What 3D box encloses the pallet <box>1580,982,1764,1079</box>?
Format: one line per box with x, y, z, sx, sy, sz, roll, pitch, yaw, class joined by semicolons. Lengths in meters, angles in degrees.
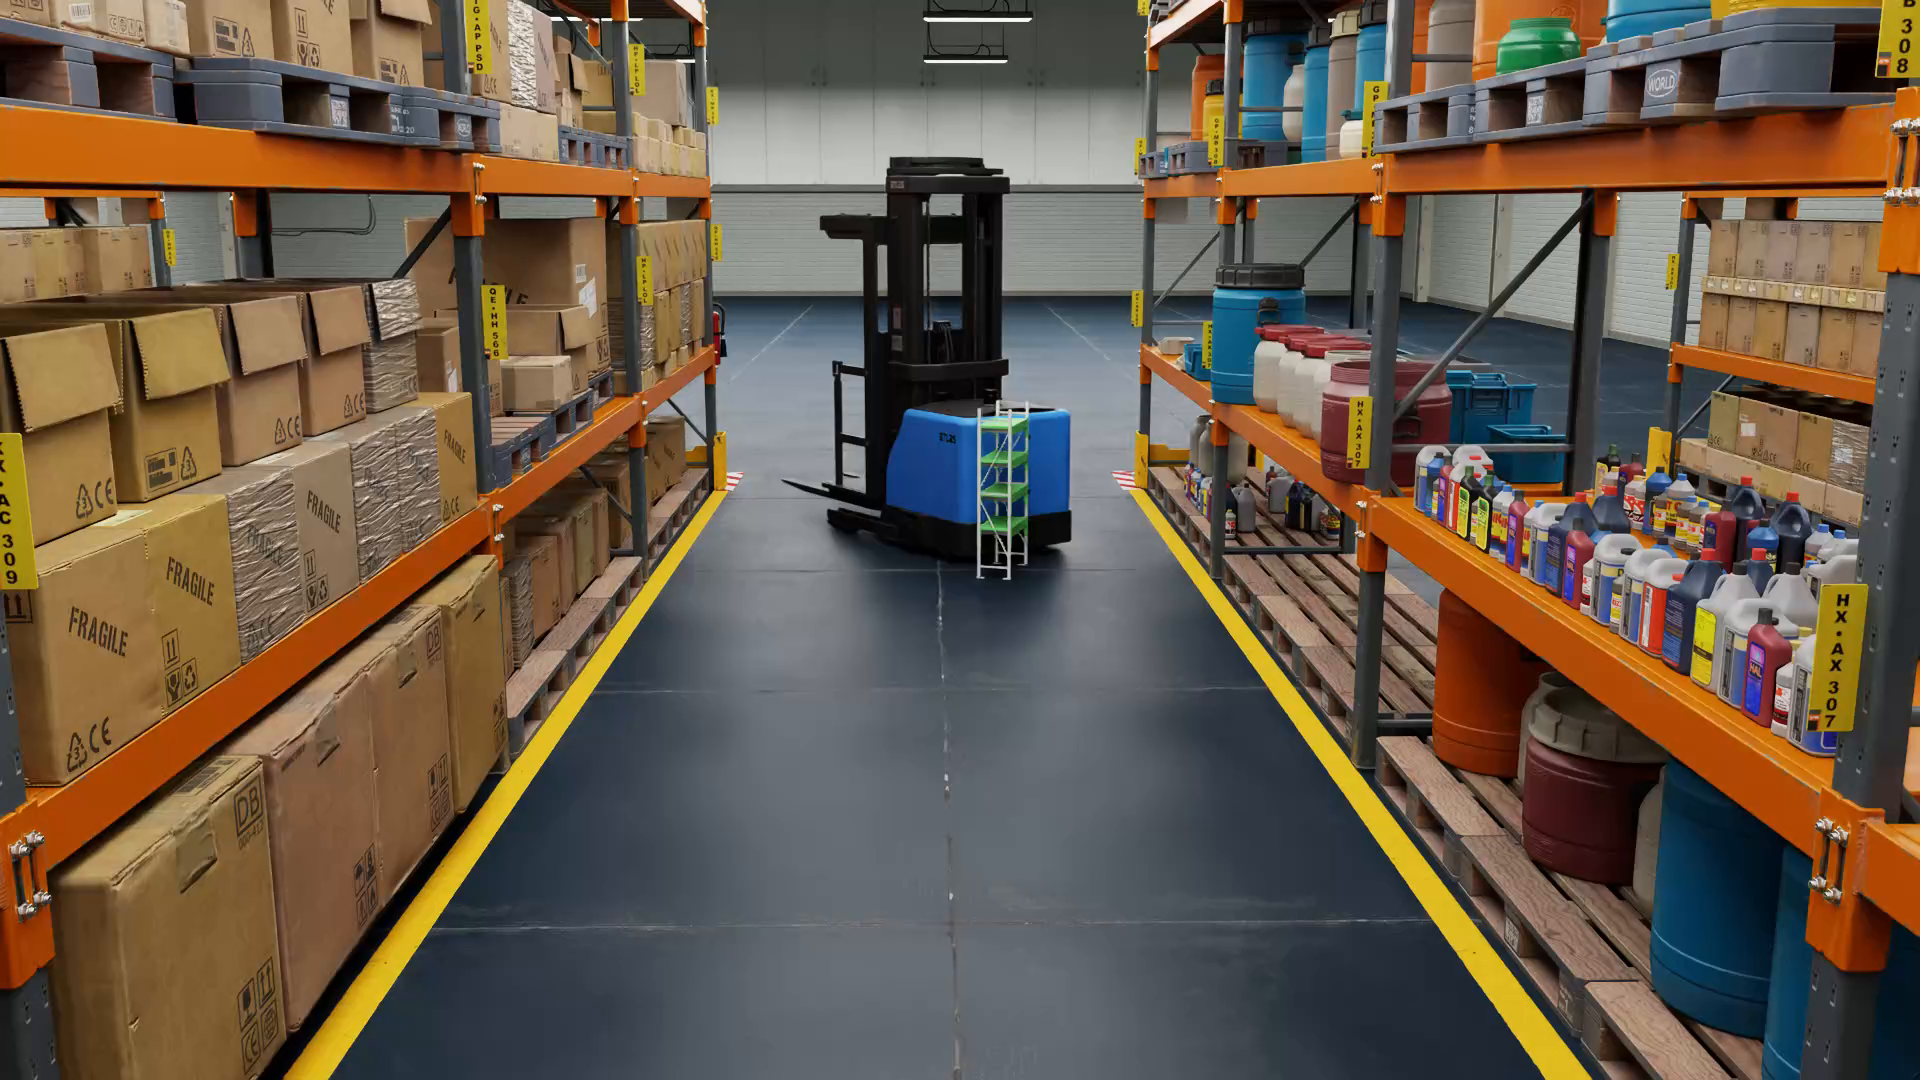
2.457;1.601;4.638;1.003;0.211;1.213;0;11;-1;pallet

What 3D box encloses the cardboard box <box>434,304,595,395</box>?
-2.558;-1.094;9.593;0.797;0.503;0.637;1;12;5;cardboard box

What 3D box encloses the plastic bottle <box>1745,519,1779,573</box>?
2.656;0.066;5.514;0.097;0.271;0.097;0;11;0;plastic bottle

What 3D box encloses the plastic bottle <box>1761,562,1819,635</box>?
2.229;0.230;4.505;0.144;0.351;0.185;0;11;-1;plastic bottle

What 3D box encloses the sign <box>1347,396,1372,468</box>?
1.799;-0.484;7.489;0.100;0.325;0.005;0;11;-1;sign

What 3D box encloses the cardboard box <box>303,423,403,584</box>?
-2.327;-0.137;5.937;0.500;0.500;0.500;-1;11;-3;cardboard box

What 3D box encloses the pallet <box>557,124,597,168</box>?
-2.755;-2.231;9.439;1.213;0.211;1.003;0;11;-1;pallet

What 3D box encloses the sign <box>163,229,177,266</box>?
-7.187;-2.660;15.118;0.100;0.325;0.005;0;11;-1;sign

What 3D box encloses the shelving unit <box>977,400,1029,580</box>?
0.308;-0.363;11.830;0.258;1.200;0.503;3;12;16;shelving unit

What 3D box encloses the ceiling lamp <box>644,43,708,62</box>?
-6.929;-12.819;38.933;2.000;3.185;0.800;0;11;-1;ceiling lamp

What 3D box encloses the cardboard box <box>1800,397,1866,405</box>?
7.480;-0.939;14.116;0.500;0.500;0.500;0;11;-1;cardboard box

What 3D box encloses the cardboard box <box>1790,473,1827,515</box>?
6.965;-0.370;13.200;0.500;0.250;0.500;0;11;-1;cardboard box

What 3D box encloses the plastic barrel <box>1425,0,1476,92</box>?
2.549;-2.287;7.984;0.600;0.901;0.600;0;11;0;plastic barrel

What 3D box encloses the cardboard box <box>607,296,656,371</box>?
-2.633;-1.467;11.745;0.875;0.500;0.500;0;11;-1;cardboard box

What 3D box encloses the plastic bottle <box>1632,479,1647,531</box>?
2.775;-0.143;6.720;0.097;0.201;0.097;0;11;0;plastic bottle

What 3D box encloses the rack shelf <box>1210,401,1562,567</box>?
2.307;-0.452;9.554;1.077;0.370;4.000;0;11;-1;rack shelf

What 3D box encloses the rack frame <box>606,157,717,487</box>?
-2.768;-1.977;15.261;1.000;3.000;0.127;0;11;-1;rack frame

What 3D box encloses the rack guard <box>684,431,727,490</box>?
-2.767;-0.737;15.435;1.175;0.500;0.348;0;11;-1;rack guard

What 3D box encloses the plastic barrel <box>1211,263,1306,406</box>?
1.971;-1.370;11.008;0.600;0.901;0.708;0;11;-1;plastic barrel

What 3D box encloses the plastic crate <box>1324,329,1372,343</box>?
2.582;-1.139;10.968;0.402;0.464;0.583;0;11;-1;plastic crate

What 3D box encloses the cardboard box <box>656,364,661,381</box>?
-2.429;-1.252;12.318;0.380;0.149;0.250;0;11;-1;cardboard box

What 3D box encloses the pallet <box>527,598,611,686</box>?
-2.640;0.582;9.658;1.003;0.211;1.213;0;11;-1;pallet

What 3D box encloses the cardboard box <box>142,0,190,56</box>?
-2.401;-1.441;4.650;0.380;0.149;0.250;-1;11;-3;cardboard box

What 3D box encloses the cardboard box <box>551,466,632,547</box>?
-2.654;-0.243;11.941;0.500;0.500;0.500;-1;11;-3;cardboard box

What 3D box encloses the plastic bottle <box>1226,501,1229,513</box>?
1.926;-0.181;12.133;0.061;0.283;0.133;0;11;2;plastic bottle

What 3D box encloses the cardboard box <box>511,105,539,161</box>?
-2.368;-1.980;8.108;0.500;0.250;0.500;0;11;0;cardboard box

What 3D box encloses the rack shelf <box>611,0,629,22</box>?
-2.644;-3.176;8.897;1.077;0.370;4.000;0;11;-1;rack shelf

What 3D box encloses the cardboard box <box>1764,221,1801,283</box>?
7.161;-2.394;13.801;0.700;0.500;0.500;0;11;-1;cardboard box

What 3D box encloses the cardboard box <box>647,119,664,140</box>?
-2.409;-3.049;12.372;0.380;0.149;0.250;0;11;-2;cardboard box

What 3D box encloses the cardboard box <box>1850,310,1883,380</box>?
7.186;-1.464;12.480;0.700;0.500;0.500;0;11;-2;cardboard box

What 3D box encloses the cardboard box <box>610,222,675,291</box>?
-2.463;-2.156;12.629;0.500;0.500;0.500;0;11;-1;cardboard box

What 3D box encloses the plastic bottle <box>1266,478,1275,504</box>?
2.516;-0.397;13.401;0.097;0.201;0.097;0;11;0;plastic bottle

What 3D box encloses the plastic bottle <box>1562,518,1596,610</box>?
2.024;0.076;5.432;0.061;0.283;0.133;0;11;-1;plastic bottle

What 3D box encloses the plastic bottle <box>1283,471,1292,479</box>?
2.648;-0.441;13.245;0.144;0.351;0.185;0;11;1;plastic bottle

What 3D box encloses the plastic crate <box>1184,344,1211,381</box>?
1.972;-1.349;12.536;0.499;0.251;0.616;0;11;-1;plastic crate

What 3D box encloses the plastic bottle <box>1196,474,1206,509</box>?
1.923;-0.386;13.174;0.097;0.271;0.097;0;11;0;plastic bottle

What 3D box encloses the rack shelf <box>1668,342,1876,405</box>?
7.177;-1.267;13.570;1.077;0.370;4.000;0;11;-1;rack shelf

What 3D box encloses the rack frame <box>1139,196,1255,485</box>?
2.183;-1.998;15.361;1.000;3.000;0.127;0;11;-1;rack frame

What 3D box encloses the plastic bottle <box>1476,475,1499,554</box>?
2.006;-0.098;6.292;0.061;0.283;0.133;0;11;-1;plastic bottle

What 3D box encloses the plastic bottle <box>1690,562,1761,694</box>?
2.085;0.231;4.502;0.144;0.351;0.185;0;11;-1;plastic bottle

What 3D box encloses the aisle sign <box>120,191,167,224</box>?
-7.431;-3.266;15.077;0.394;0.787;0.004;0;11;-1;aisle sign

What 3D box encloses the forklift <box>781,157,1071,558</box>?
-0.420;-1.544;13.298;1.130;2.935;3.031;-8;14;-35;forklift

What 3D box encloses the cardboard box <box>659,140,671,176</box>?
-2.455;-2.873;12.510;0.500;0.250;0.500;-1;11;-3;cardboard box

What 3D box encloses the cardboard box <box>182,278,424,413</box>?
-2.604;-0.782;6.596;0.797;0.503;0.637;0;11;1;cardboard box

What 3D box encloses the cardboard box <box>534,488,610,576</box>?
-2.695;-0.051;10.945;0.700;0.500;0.500;-1;12;-6;cardboard box

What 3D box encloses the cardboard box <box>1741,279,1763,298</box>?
6.944;-2.153;14.244;0.380;0.149;0.250;0;11;-2;cardboard box

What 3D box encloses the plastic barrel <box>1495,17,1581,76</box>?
2.141;-1.796;6.155;0.294;0.245;0.294;0;11;0;plastic barrel

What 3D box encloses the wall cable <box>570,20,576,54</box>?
-12.086;-14.474;45.439;3.097;2.526;0.112;0;11;-1;wall cable

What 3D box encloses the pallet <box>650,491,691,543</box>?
-2.763;-0.192;13.475;1.003;0.211;1.213;0;11;-1;pallet

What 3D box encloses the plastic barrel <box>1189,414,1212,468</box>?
2.273;-0.854;14.924;0.421;0.512;0.421;0;11;0;plastic barrel

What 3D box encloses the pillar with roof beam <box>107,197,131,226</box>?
-14.717;-9.502;37.262;9.100;9.000;0.548;0;11;-1;pillar with roof beam

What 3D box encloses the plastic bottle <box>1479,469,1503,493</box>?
2.080;-0.142;6.539;0.097;0.271;0.097;0;11;0;plastic bottle

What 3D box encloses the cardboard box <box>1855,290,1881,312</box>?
6.981;-1.796;12.483;0.380;0.149;0.250;0;11;-1;cardboard box

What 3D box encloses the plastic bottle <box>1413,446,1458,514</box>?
2.035;-0.259;7.105;0.152;0.276;0.135;0;11;-1;plastic bottle

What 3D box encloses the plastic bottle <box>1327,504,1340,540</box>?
2.698;-0.146;11.991;0.097;0.271;0.097;0;11;0;plastic bottle

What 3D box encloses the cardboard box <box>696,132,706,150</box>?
-2.451;-3.515;14.673;0.380;0.149;0.250;0;11;-1;cardboard box

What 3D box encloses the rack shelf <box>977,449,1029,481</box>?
0.308;-0.535;11.795;0.258;0.148;0.480;3;12;16;rack shelf

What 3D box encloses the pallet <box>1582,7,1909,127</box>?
2.318;-1.145;4.090;1.213;0.211;1.003;0;11;-1;pallet
